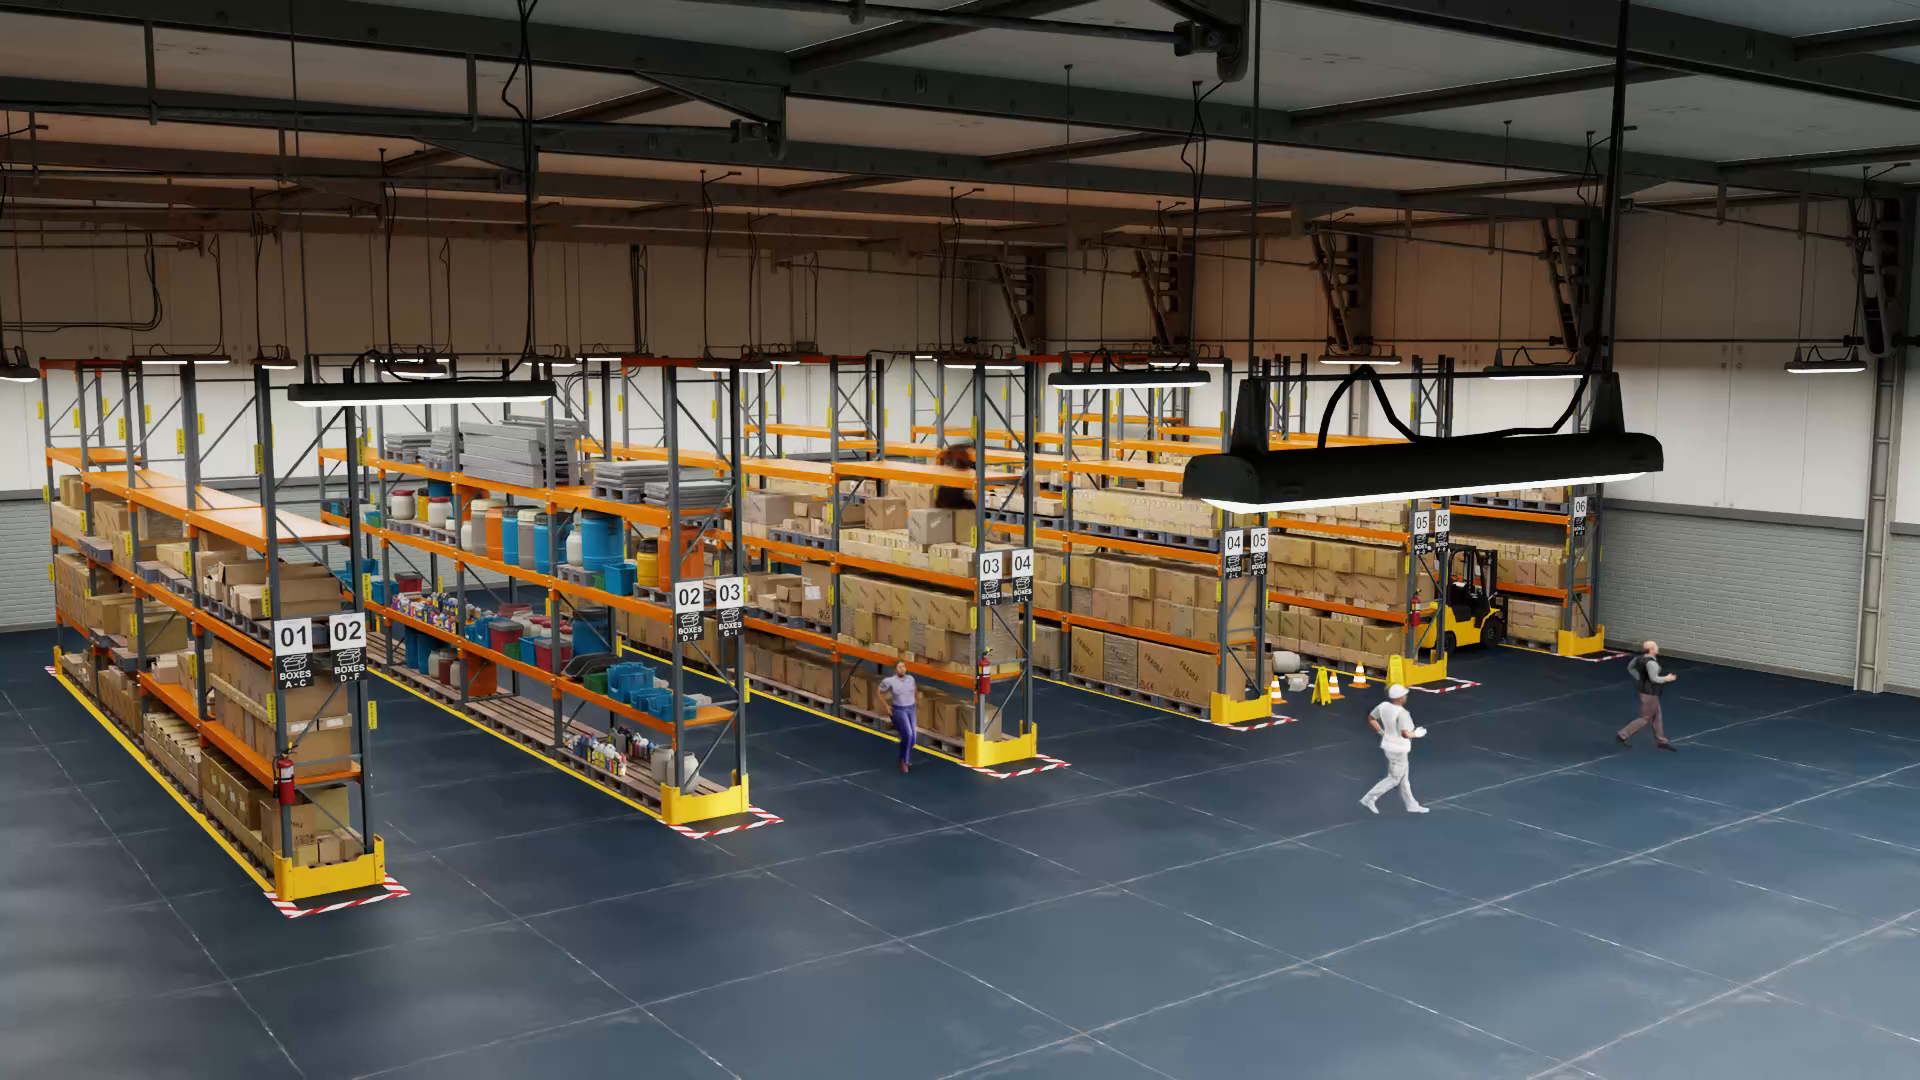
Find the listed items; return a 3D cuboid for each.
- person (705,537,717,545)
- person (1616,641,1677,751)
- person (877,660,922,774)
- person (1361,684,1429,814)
[{"bbox_3d":[-6.042,0.621,40.421,0.680,1.781,0.800,3,8,26],"label":"person"},{"bbox_3d":[10.570,2.396,25.502,0.943,1.724,0.657,1,7,7],"label":"person"},{"bbox_3d":[-0.831,2.602,24.611,0.600,1.658,0.627,-5,8,-33],"label":"person"},{"bbox_3d":[5.774,2.778,22.000,1.013,1.765,0.688,-1,7,-11],"label":"person"}]
